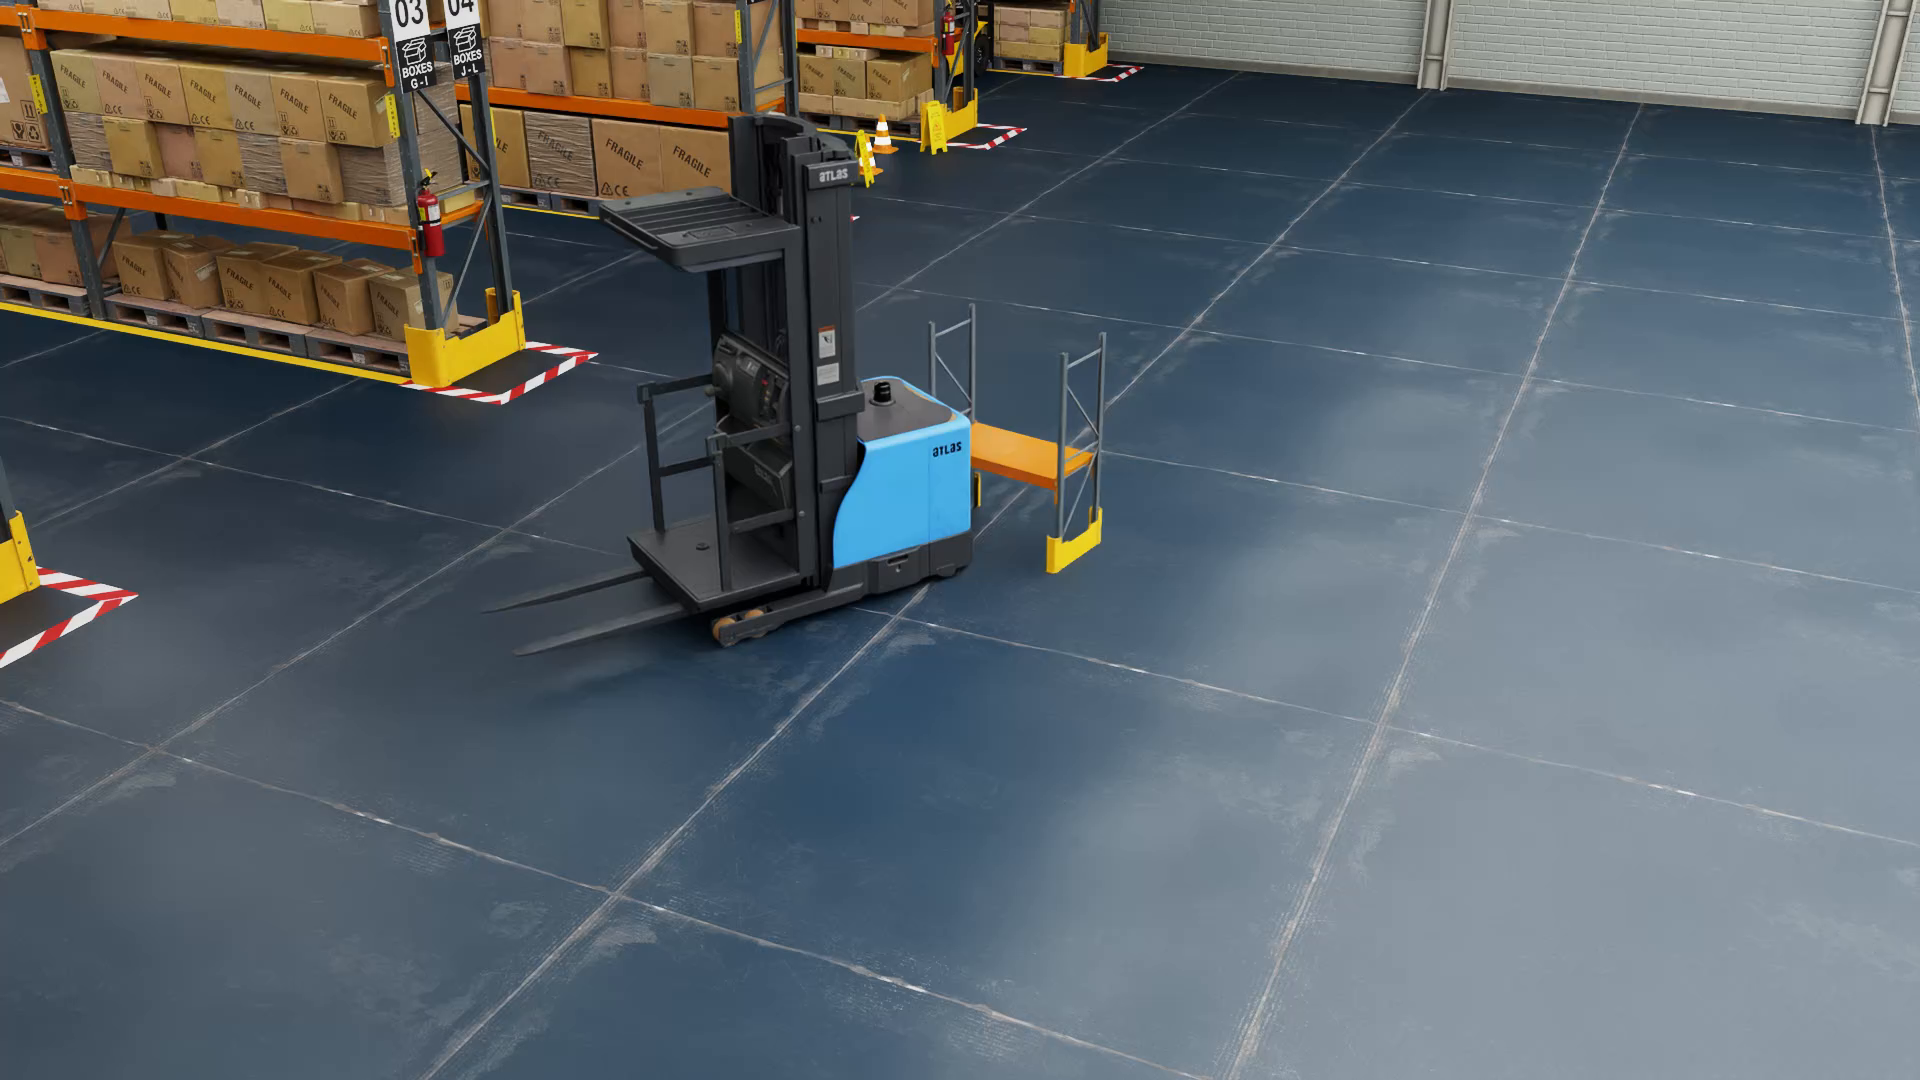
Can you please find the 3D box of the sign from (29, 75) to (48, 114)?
[{"bbox_3d":[-8.042,-3.886,14.506,0.005,0.325,0.100,11,28,22],"label":"sign"}]

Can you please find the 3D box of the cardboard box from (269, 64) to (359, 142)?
[{"bbox_3d":[-5.234,-3.576,13.606,0.500,0.500,0.500,11,28,22],"label":"cardboard box"}]

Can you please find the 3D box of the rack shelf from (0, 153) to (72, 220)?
[{"bbox_3d":[-9.636,-3.633,16.118,4.000,0.370,1.077,11,28,22],"label":"rack shelf"}]

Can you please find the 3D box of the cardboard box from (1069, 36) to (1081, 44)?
[{"bbox_3d":[1.613,-7.964,26.736,0.500,0.250,0.500,11,28,22],"label":"cardboard box"}]

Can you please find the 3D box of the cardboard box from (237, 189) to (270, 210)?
[{"bbox_3d":[-5.928,-2.948,14.195,0.250,0.149,0.380,11,28,22],"label":"cardboard box"}]

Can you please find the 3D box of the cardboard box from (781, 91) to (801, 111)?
[{"bbox_3d":[-2.313,-6.125,23.001,0.500,0.250,0.500,11,28,21],"label":"cardboard box"}]

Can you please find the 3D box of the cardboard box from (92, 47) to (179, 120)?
[{"bbox_3d":[-7.055,-3.942,14.349,0.500,0.500,0.500,11,28,22],"label":"cardboard box"}]

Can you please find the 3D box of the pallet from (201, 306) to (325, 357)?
[{"bbox_3d":[-6.075,-2.008,15.160,1.213,0.211,1.003,11,28,22],"label":"pallet"}]

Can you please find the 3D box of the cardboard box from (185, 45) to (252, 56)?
[{"bbox_3d":[-6.381,-4.063,14.595,0.500,0.500,0.500,11,28,22],"label":"cardboard box"}]

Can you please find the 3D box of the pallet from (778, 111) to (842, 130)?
[{"bbox_3d":[-1.972,-5.993,23.254,1.213,0.211,1.003,11,28,22],"label":"pallet"}]

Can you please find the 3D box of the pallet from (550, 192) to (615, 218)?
[{"bbox_3d":[-3.896,-3.922,19.048,1.213,0.211,1.003,11,28,22],"label":"pallet"}]

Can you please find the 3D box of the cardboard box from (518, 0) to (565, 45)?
[{"bbox_3d":[-4.365,-5.829,18.371,0.550,0.550,0.875,11,28,22],"label":"cardboard box"}]

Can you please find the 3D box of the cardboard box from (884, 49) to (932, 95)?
[{"bbox_3d":[-0.713,-6.398,22.707,0.500,0.500,0.500,10,28,20],"label":"cardboard box"}]

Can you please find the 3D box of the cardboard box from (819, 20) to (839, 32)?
[{"bbox_3d":[-1.694,-6.919,22.262,0.250,0.149,0.380,11,28,21],"label":"cardboard box"}]

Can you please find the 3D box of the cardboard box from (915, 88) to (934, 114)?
[{"bbox_3d":[-0.692,-6.057,22.865,0.500,0.250,0.500,11,28,21],"label":"cardboard box"}]

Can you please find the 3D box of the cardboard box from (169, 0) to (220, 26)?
[{"bbox_3d":[-6.097,-4.401,13.636,0.500,0.250,0.500,11,28,21],"label":"cardboard box"}]

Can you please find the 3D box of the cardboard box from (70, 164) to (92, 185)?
[{"bbox_3d":[-7.744,-3.318,14.947,0.250,0.149,0.380,11,28,22],"label":"cardboard box"}]

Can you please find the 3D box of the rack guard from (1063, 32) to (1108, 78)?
[{"bbox_3d":[2.001,-7.715,26.423,0.348,0.500,1.175,11,28,22],"label":"rack guard"}]

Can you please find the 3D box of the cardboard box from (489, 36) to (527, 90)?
[{"bbox_3d":[-4.819,-5.480,18.884,0.550,0.550,0.875,11,28,22],"label":"cardboard box"}]

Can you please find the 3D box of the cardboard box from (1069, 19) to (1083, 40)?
[{"bbox_3d":[1.638,-8.189,26.628,0.500,0.250,0.500,12,29,23],"label":"cardboard box"}]

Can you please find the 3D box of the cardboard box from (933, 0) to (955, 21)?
[{"bbox_3d":[-0.388,-7.220,22.139,0.500,0.500,0.500,11,28,21],"label":"cardboard box"}]

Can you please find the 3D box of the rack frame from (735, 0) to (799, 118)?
[{"bbox_3d":[-2.029,-4.835,17.744,0.127,3.000,1.000,11,28,22],"label":"rack frame"}]

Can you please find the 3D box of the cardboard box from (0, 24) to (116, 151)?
[{"bbox_3d":[-8.480,-4.250,15.401,1.000,1.000,1.000,12,28,22],"label":"cardboard box"}]

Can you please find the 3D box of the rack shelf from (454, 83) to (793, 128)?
[{"bbox_3d":[-3.849,-4.878,18.646,4.000,0.370,1.077,11,28,22],"label":"rack shelf"}]

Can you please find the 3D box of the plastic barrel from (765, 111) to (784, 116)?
[{"bbox_3d":[-2.579,-5.457,21.924,0.512,0.421,0.421,-12,29,-23],"label":"plastic barrel"}]

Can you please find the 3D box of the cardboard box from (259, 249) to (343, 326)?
[{"bbox_3d":[-5.856,-2.265,14.878,0.500,0.500,0.500,14,30,27],"label":"cardboard box"}]

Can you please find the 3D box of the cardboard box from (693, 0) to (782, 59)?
[{"bbox_3d":[-2.351,-5.470,17.642,0.550,0.550,0.875,11,28,22],"label":"cardboard box"}]

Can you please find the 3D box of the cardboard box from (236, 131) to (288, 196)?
[{"bbox_3d":[-5.605,-3.301,14.179,0.500,0.500,0.875,11,28,22],"label":"cardboard box"}]

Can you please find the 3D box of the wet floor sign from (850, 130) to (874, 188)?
[{"bbox_3d":[-1.183,-4.570,19.871,0.232,0.644,0.267,6,27,13],"label":"wet floor sign"}]

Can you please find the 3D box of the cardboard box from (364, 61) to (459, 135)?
[{"bbox_3d":[-4.562,-3.696,13.849,0.500,0.500,0.500,11,28,22],"label":"cardboard box"}]

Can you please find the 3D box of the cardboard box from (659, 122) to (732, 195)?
[{"bbox_3d":[-2.673,-4.168,18.319,0.875,0.875,0.875,12,28,22],"label":"cardboard box"}]

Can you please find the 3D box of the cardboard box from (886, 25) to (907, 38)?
[{"bbox_3d":[-0.777,-6.715,21.848,0.250,0.149,0.380,11,28,21],"label":"cardboard box"}]

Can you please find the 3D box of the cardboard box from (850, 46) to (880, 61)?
[{"bbox_3d":[-1.271,-6.508,22.196,0.250,0.149,0.380,12,29,23],"label":"cardboard box"}]

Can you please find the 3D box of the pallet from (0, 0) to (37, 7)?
[{"bbox_3d":[-8.333,-5.008,14.912,1.003,0.211,1.213,11,28,22],"label":"pallet"}]

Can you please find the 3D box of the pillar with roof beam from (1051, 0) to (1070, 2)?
[{"bbox_3d":[-0.063,-10.291,22.033,0.400,9.000,9.100,11,28,22],"label":"pillar with roof beam"}]

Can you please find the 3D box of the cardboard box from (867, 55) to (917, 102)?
[{"bbox_3d":[-0.909,-6.177,22.258,0.500,0.500,0.500,12,28,22],"label":"cardboard box"}]

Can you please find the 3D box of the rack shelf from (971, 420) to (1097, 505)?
[{"bbox_3d":[0.361,-0.530,11.105,1.000,0.185,0.538,17,31,31],"label":"rack shelf"}]

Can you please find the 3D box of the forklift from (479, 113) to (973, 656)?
[{"bbox_3d":[-1.434,-0.941,9.914,3.031,2.935,1.130,-16,30,-29],"label":"forklift"}]

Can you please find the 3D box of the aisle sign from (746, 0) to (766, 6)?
[{"bbox_3d":[-2.088,-5.868,16.899,0.004,0.787,0.394,11,28,22],"label":"aisle sign"}]

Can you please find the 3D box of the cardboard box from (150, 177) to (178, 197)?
[{"bbox_3d":[-6.841,-3.128,14.561,0.250,0.149,0.380,11,28,22],"label":"cardboard box"}]

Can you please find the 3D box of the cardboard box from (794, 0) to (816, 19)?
[{"bbox_3d":[-2.041,-7.297,22.295,0.500,0.500,0.500,12,29,22],"label":"cardboard box"}]

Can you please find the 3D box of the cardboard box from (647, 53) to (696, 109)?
[{"bbox_3d":[-2.895,-5.044,17.998,0.550,0.550,0.875,11,28,22],"label":"cardboard box"}]

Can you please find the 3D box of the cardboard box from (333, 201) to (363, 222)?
[{"bbox_3d":[-4.995,-2.787,13.868,0.250,0.149,0.380,11,28,22],"label":"cardboard box"}]

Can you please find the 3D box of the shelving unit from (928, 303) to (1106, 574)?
[{"bbox_3d":[0.354,-0.693,11.030,1.083,1.500,0.587,17,31,31],"label":"shelving unit"}]

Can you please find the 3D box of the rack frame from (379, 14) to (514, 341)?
[{"bbox_3d":[-4.174,-2.859,13.731,0.127,3.000,1.000,11,28,22],"label":"rack frame"}]

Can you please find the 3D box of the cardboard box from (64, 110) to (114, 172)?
[{"bbox_3d":[-7.431,-3.662,14.911,0.500,0.500,0.875,11,28,22],"label":"cardboard box"}]

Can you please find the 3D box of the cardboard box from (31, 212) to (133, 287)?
[{"bbox_3d":[-8.365,-2.787,15.917,0.500,0.500,0.700,9,28,18],"label":"cardboard box"}]

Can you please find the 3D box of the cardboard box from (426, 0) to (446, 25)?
[{"bbox_3d":[-4.505,-4.330,13.492,0.500,0.250,0.500,12,29,23],"label":"cardboard box"}]
